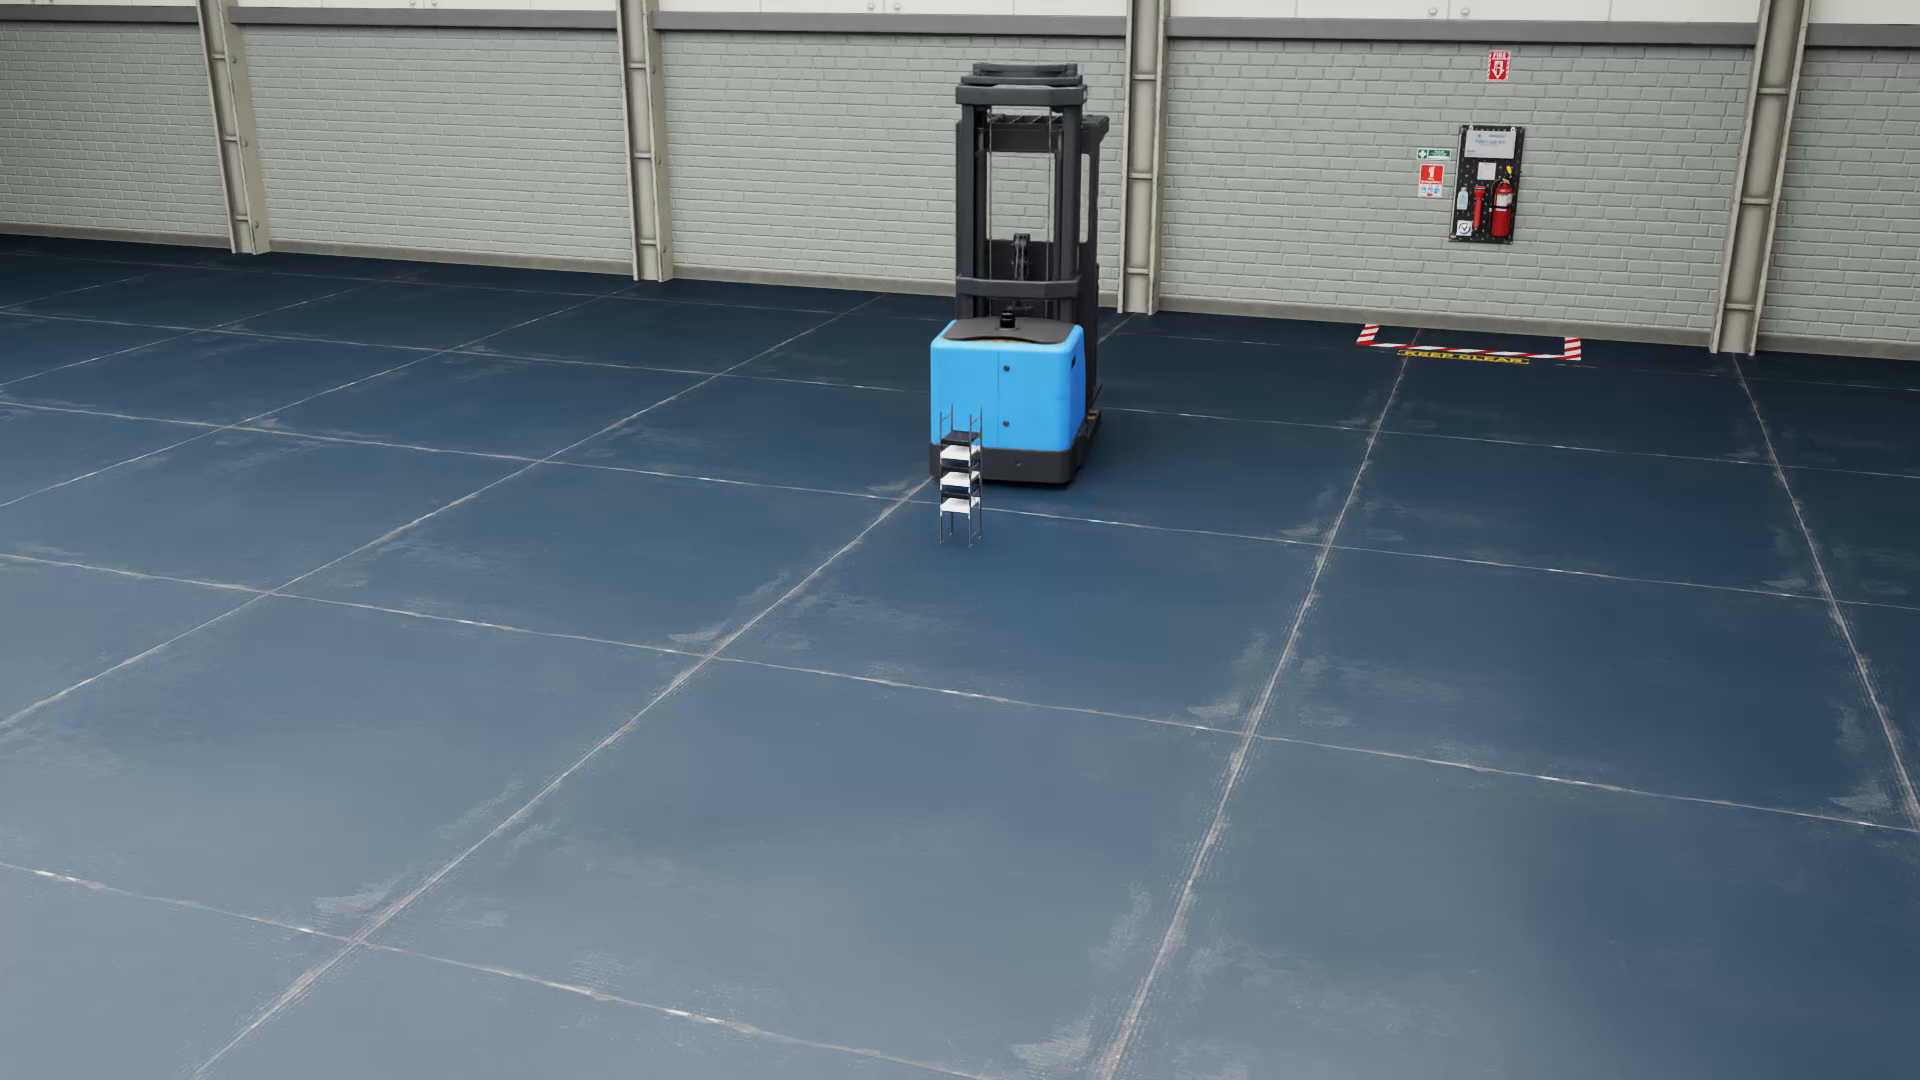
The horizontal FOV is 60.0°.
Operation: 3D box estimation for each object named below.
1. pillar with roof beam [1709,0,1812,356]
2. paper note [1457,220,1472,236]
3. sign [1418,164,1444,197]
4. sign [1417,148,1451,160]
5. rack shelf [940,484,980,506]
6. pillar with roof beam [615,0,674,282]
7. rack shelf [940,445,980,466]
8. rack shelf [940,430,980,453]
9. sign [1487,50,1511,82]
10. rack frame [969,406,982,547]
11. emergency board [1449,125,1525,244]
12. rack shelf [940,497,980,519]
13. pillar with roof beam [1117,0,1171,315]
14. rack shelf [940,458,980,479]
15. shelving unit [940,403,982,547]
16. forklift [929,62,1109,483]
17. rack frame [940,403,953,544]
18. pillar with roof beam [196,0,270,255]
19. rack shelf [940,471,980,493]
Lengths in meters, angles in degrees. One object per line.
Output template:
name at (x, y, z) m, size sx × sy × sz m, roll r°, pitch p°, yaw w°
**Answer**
pillar with roof beam at (6.215, -4.781, 11.122) m, size 0.400 × 9.000 × 9.100 m, roll 7°, pitch 20°, yaw 18°
paper note at (5.161, -3.191, 17.010) m, size 0.142 × 0.148 × 0.016 m, roll 7°, pitch 20°, yaw 18°
sign at (4.817, -3.675, 17.007) m, size 0.234 × 0.329 × 0.001 m, roll 7°, pitch 20°, yaw 18°
sign at (4.819, -3.922, 16.910) m, size 0.331 × 0.109 × 0.001 m, roll 7°, pitch 20°, yaw 18°
rack shelf at (0.008, -0.308, 10.966) m, size 0.200 × 0.077 × 0.258 m, roll 7°, pitch 20°, yaw 18°
pillar with roof beam at (-5.121, -6.078, 14.840) m, size 0.400 × 9.000 × 9.100 m, roll 7°, pitch 20°, yaw 18°
rack shelf at (0.008, -0.563, 10.877) m, size 0.200 × 0.077 × 0.258 m, roll 7°, pitch 20°, yaw 18°
rack shelf at (0.008, -0.648, 10.848) m, size 0.200 × 0.077 × 0.258 m, roll 7°, pitch 20°, yaw 18°
sign at (5.331, -4.692, 16.459) m, size 0.199 × 0.298 × 0.001 m, roll 7°, pitch 20°, yaw 18°
rack frame at (0.104, -0.413, 10.894) m, size 0.006 × 0.900 × 0.240 m, roll 7°, pitch 20°, yaw 18°
emergency board at (5.306, -3.566, 16.749) m, size 0.643 × 1.169 × 0.194 m, roll 7°, pitch 20°, yaw 18°
rack shelf at (0.008, -0.223, 10.996) m, size 0.200 × 0.077 × 0.258 m, roll 7°, pitch 20°, yaw 18°
pillar with roof beam at (0.547, -5.430, 12.981) m, size 0.400 × 9.000 × 9.100 m, roll 7°, pitch 20°, yaw 18°
rack shelf at (0.008, -0.478, 10.907) m, size 0.200 × 0.077 × 0.258 m, roll 7°, pitch 20°, yaw 18°
shelving unit at (0.008, -0.424, 10.926) m, size 0.210 × 0.900 × 0.258 m, roll 7°, pitch 20°, yaw 18°
forklift at (0.556, -2.242, 13.054) m, size 1.130 × 2.935 × 3.031 m, roll 4°, pitch 20°, yaw 10°
rack frame at (-0.088, -0.435, 10.957) m, size 0.006 × 0.900 × 0.240 m, roll 7°, pitch 20°, yaw 18°
pillar with roof beam at (-10.788, -6.726, 16.700) m, size 0.400 × 9.000 × 9.100 m, roll 7°, pitch 20°, yaw 18°
rack shelf at (0.008, -0.393, 10.937) m, size 0.200 × 0.077 × 0.258 m, roll 7°, pitch 20°, yaw 18°
